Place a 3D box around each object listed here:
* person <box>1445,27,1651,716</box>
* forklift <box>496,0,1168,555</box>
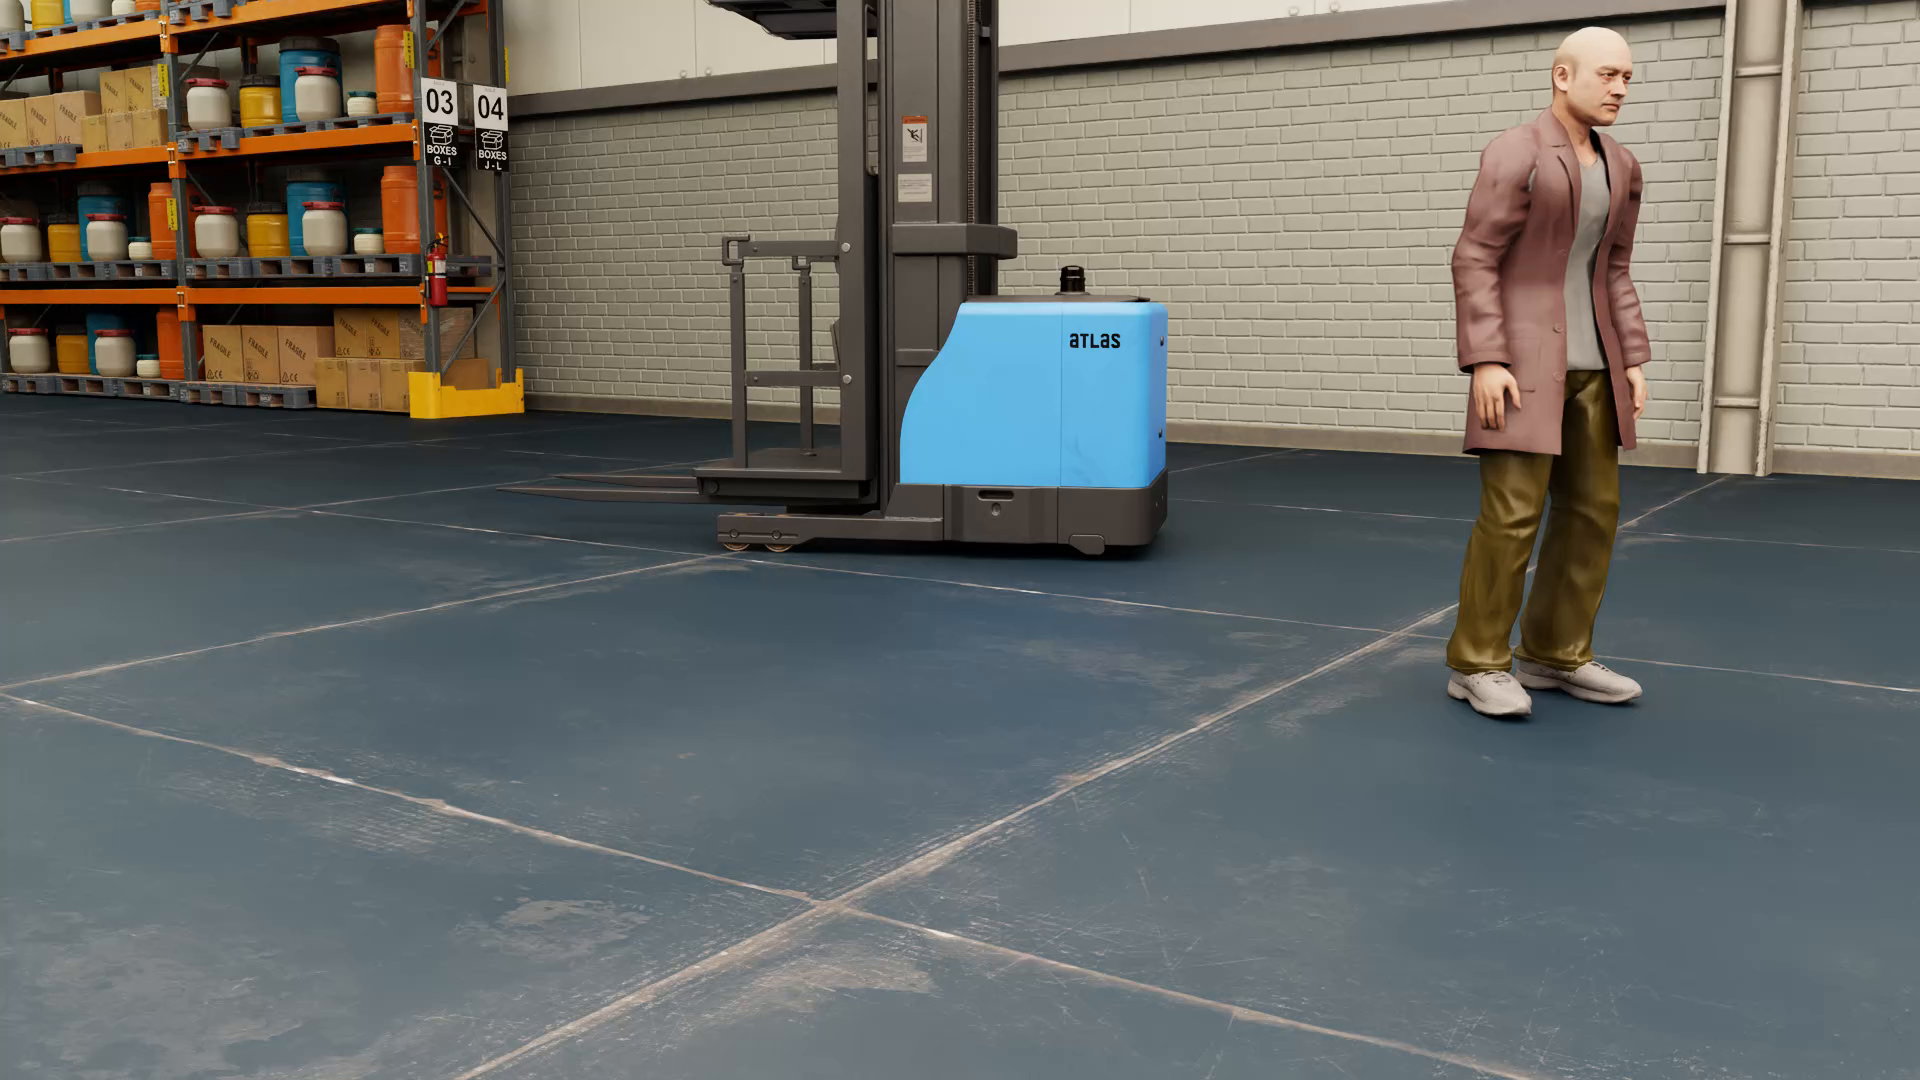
[{"bbox_3d":[1.586,-0.446,4.438,0.655,1.774,0.422,-4,9,-27],"label":"person"},{"bbox_3d":[-0.596,-1.469,7.520,3.031,2.935,1.130,2,8,12],"label":"forklift"}]
